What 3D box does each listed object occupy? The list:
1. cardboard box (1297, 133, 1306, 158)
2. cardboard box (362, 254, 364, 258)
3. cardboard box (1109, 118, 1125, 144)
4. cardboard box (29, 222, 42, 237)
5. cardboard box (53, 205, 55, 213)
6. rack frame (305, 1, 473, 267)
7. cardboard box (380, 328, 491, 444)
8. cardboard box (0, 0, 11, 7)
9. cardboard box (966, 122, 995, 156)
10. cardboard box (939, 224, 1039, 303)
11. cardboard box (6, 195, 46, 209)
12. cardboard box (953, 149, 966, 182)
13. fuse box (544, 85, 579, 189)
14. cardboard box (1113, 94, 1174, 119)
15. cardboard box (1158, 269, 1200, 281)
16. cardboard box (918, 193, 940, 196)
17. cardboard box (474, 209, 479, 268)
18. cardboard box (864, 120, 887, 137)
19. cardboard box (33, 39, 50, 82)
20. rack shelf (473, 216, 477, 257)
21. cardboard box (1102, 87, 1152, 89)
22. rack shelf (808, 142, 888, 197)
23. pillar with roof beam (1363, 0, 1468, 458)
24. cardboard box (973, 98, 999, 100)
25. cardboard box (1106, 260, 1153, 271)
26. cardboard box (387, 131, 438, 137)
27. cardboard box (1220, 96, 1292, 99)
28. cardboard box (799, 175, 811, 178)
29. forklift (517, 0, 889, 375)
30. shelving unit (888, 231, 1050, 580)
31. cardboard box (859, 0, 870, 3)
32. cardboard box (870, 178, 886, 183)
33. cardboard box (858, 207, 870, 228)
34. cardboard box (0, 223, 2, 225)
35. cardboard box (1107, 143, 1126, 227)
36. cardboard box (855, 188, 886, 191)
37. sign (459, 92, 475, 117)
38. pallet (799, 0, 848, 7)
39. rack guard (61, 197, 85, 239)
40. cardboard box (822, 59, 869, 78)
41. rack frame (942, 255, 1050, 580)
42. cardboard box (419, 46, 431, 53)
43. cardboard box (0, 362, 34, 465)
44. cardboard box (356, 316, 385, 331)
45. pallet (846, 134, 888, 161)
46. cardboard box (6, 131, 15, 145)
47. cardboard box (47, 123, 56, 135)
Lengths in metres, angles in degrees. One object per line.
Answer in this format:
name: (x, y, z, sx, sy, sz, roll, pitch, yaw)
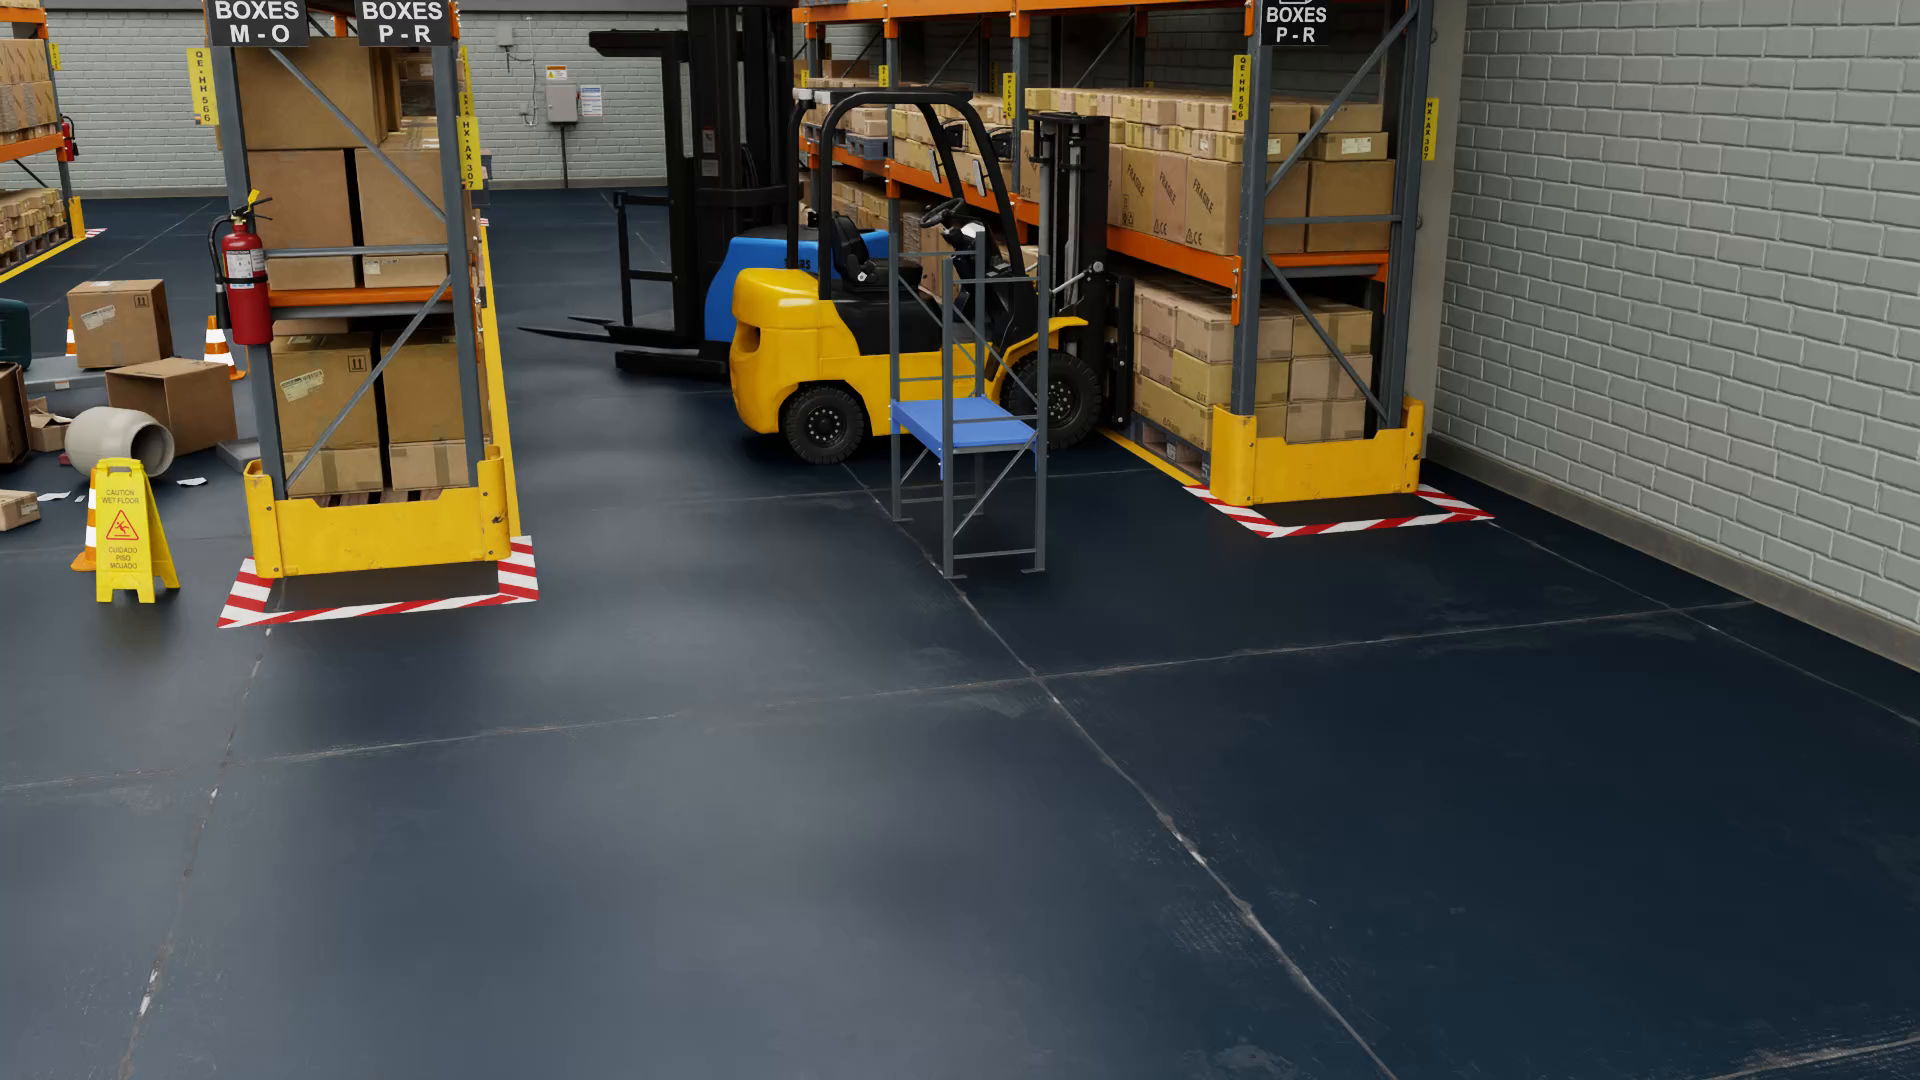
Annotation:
cardboard box: (2.014, -2.253, 9.438, 0.380, 0.149, 0.250, -5, 17, -15)
cardboard box: (-2.762, -1.382, 8.277, 0.380, 0.149, 0.250, -4, 17, -14)
cardboard box: (1.128, -2.644, 10.738, 0.380, 0.149, 0.250, -5, 17, -16)
cardboard box: (-11.144, -3.684, 19.727, 0.380, 0.149, 0.250, -4, 17, -14)
cardboard box: (-11.474, -4.108, 20.624, 0.380, 0.149, 0.250, -5, 17, -17)
rack frame: (-3.884, -2.430, 11.328, 1.000, 3.000, 0.127, -5, 17, -15)
cardboard box: (-2.747, -0.819, 8.709, 0.500, 0.500, 0.500, -5, 18, -17)
cardboard box: (-11.098, -6.166, 18.811, 0.500, 0.250, 0.500, -4, 17, -13)
cardboard box: (0.359, -3.249, 13.444, 0.500, 0.250, 0.500, -5, 17, -17)
cardboard box: (0.319, -2.454, 14.805, 0.875, 0.625, 0.625, -5, 18, -18)
cardboard box: (-11.179, -4.042, 19.886, 0.380, 0.149, 0.250, -4, 17, -13)
cardboard box: (0.247, -3.149, 13.982, 0.500, 0.250, 0.500, -5, 17, -15)
fuse box: (-6.694, -6.816, 28.169, 0.539, 1.711, 0.414, -5, 17, -15)
cardboard box: (1.206, -2.795, 10.726, 0.380, 0.149, 0.250, -5, 17, -15)
cardboard box: (1.635, -1.648, 11.035, 0.500, 0.250, 0.500, -5, 17, -16)
cardboard box: (-0.233, -3.634, 17.824, 0.380, 0.149, 0.250, -6, 18, -18)
cardboard box: (-5.334, -3.165, 16.737, 0.875, 0.875, 0.875, -4, 17, -15)
cardboard box: (-0.761, -4.162, 16.801, 0.380, 0.149, 0.250, -4, 17, -14)
cardboard box: (-11.548, -5.892, 20.426, 0.500, 0.500, 0.500, -5, 17, -16)
rack shelf: (-4.433, -2.639, 13.273, 1.077, 0.370, 4.000, -5, 17, -15)
cardboard box: (1.266, -3.260, 12.273, 0.380, 0.149, 0.250, -5, 17, -15)
rack shelf: (-0.761, -4.139, 18.267, 1.077, 0.370, 4.000, -5, 17, -15)
pillar with roof beam: (-1.477, -4.514, 7.837, 9.100, 9.000, 0.400, -5, 17, -15)
cardboard box: (0.122, -3.757, 14.443, 0.380, 0.149, 0.250, -5, 17, -15)
cardboard box: (0.998, -1.749, 11.373, 0.500, 0.250, 0.500, -4, 17, -13)
cardboard box: (-2.935, -1.951, 9.042, 0.500, 0.500, 0.500, -5, 17, -16)
cardboard box: (1.847, -2.696, 10.394, 0.380, 0.149, 0.250, -5, 17, -17)
cardboard box: (-2.086, -4.577, 22.089, 0.500, 0.500, 0.500, -4, 17, -14)
forklift: (-2.056, -2.778, 12.605, 3.031, 2.935, 1.130, 8, 19, 26)
shelving unit: (0.023, -0.695, 8.158, 0.538, 1.500, 1.048, -5, 17, -15)
cardboard box: (-0.725, -5.557, 16.783, 0.500, 0.250, 0.500, -5, 17, -15)
cardboard box: (-0.855, -4.200, 19.707, 0.380, 0.149, 0.250, -5, 17, -15)
cardboard box: (-0.808, -3.318, 17.898, 0.500, 0.500, 0.500, -4, 17, -13)
cardboard box: (-10.863, -3.455, 18.448, 0.380, 0.149, 0.250, -5, 17, -16)
cardboard box: (1.176, -2.305, 10.736, 0.500, 0.500, 0.500, -5, 17, -15)
cardboard box: (-0.947, -3.802, 18.384, 0.380, 0.149, 0.250, -5, 17, -15)
sign: (-3.364, -2.890, 11.354, 0.100, 0.325, 0.005, -5, 17, -15)
pallet: (-1.199, -6.197, 18.981, 1.213, 0.211, 1.003, -5, 17, -15)
rack guard: (-11.892, -4.112, 21.272, 1.175, 0.500, 0.348, -5, 17, -15)
cardboard box: (-1.464, -5.899, 21.317, 0.500, 0.500, 0.500, -5, 17, -17)
rack frame: (0.163, -0.554, 7.690, 0.500, 1.500, 0.032, -5, 17, -15)
cardboard box: (-5.920, -5.588, 18.802, 0.380, 0.149, 0.250, -5, 17, -16)
cardboard box: (-5.966, -0.737, 9.794, 0.797, 0.637, 0.503, -5, 17, -15)
cardboard box: (-3.534, -1.052, 9.487, 0.500, 0.500, 0.500, -5, 17, -17)
pallet: (-0.465, -4.020, 16.955, 1.213, 0.211, 1.003, -5, 17, -15)
cardboard box: (-10.986, -4.568, 18.882, 0.380, 0.149, 0.250, -4, 17, -13)
cardboard box: (-11.552, -5.142, 20.793, 0.380, 0.149, 0.250, -5, 17, -15)
